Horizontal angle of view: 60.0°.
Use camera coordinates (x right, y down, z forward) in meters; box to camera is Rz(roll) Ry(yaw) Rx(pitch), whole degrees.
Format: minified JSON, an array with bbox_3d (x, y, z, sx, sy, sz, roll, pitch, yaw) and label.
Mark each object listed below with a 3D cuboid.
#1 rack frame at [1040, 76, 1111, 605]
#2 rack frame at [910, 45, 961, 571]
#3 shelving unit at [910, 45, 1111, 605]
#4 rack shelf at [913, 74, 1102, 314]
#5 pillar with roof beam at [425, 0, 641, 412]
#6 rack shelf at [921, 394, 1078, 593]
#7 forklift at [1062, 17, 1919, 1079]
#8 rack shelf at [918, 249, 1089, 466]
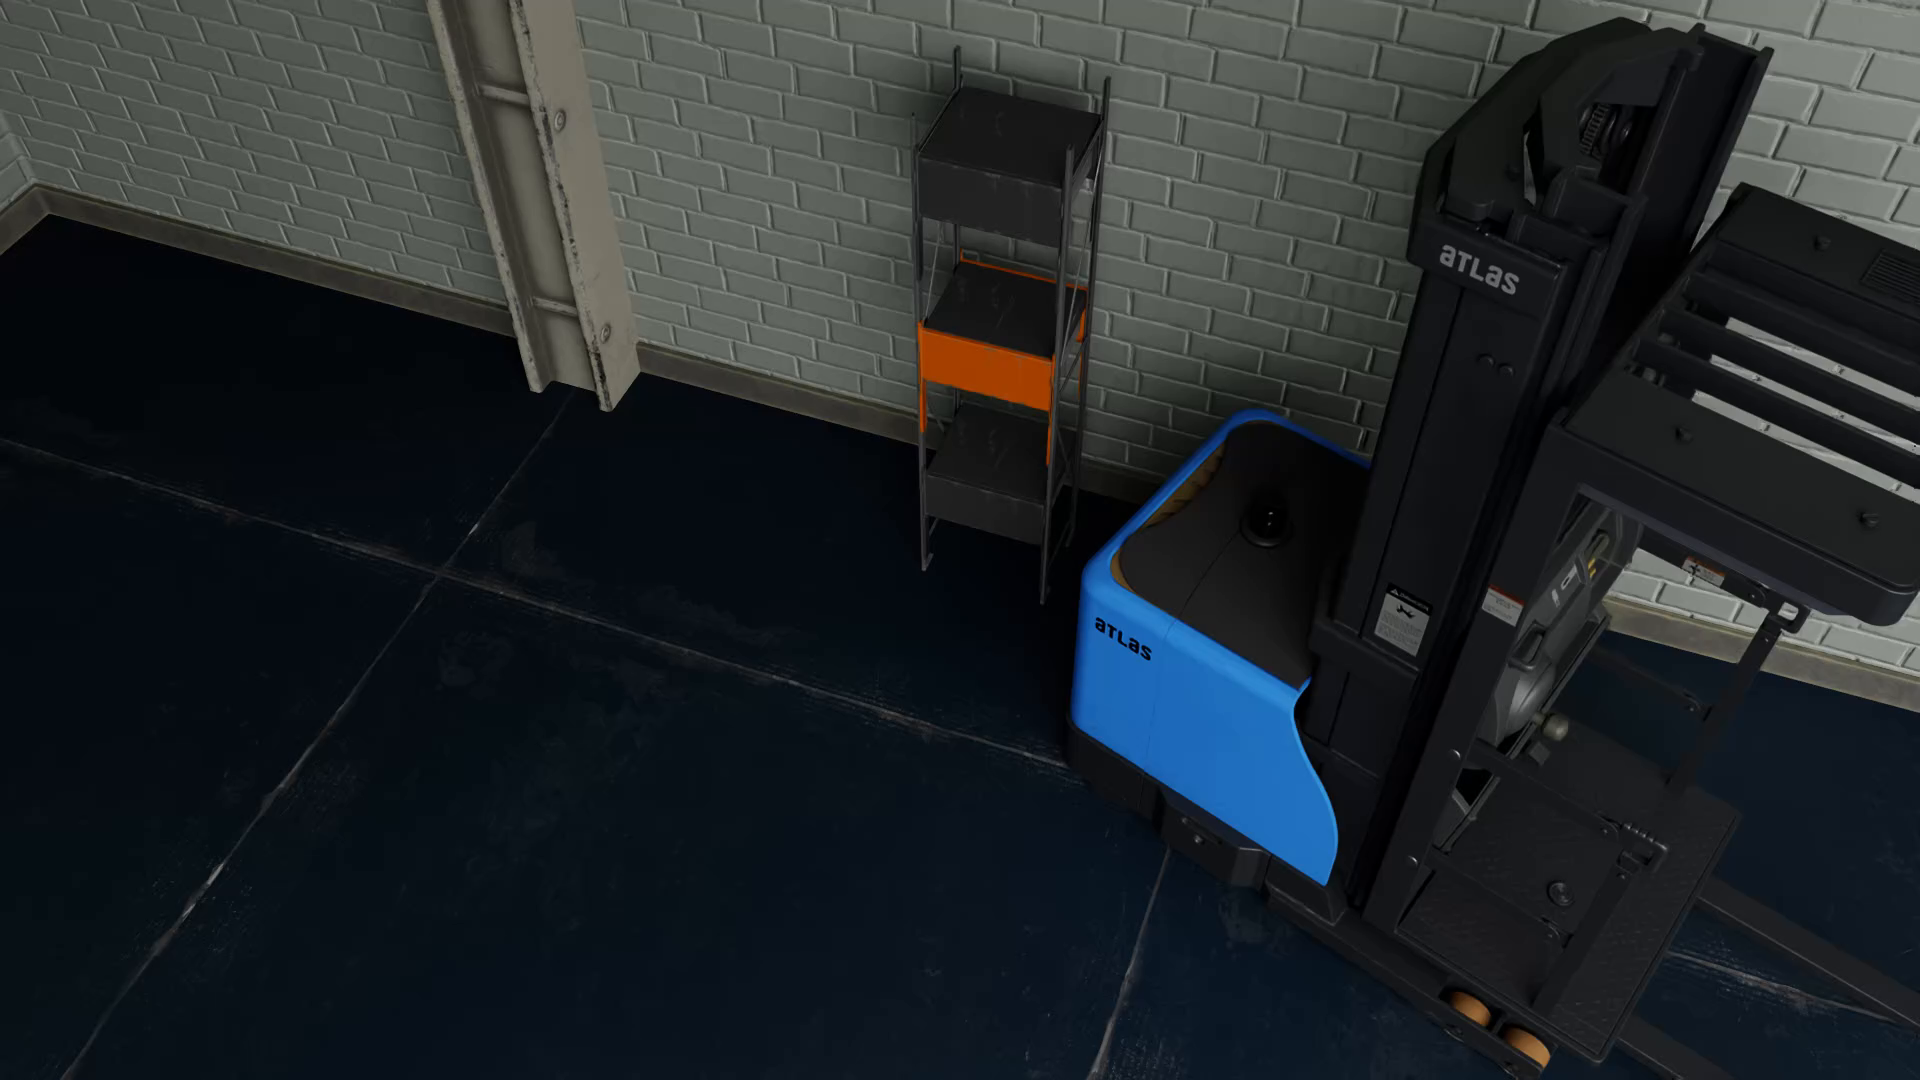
[{"bbox_3d":[0.384,-0.580,5.730,0.015,2.100,0.400,16,51,13],"label":"rack frame"},{"bbox_3d":[-0.074,-0.708,5.841,0.015,2.100,0.400,16,51,13],"label":"rack frame"},{"bbox_3d":[0.155,-0.644,5.786,0.503,2.100,0.431,16,51,13],"label":"shelving unit"},{"bbox_3d":[0.155,-1.094,5.267,0.480,0.518,0.431,16,51,13],"label":"rack shelf"},{"bbox_3d":[-3.113,-0.601,1.183,0.400,9.000,9.100,16,51,13],"label":"pillar with roof beam"},{"bbox_3d":[0.155,-0.177,6.325,0.480,0.518,0.431,16,51,13],"label":"rack shelf"},{"bbox_3d":[1.826,0.253,4.458,3.031,2.935,1.130,31,56,24],"label":"forklift"},{"bbox_3d":[0.155,-0.635,5.796,0.480,0.518,0.431,16,51,13],"label":"rack shelf"}]
